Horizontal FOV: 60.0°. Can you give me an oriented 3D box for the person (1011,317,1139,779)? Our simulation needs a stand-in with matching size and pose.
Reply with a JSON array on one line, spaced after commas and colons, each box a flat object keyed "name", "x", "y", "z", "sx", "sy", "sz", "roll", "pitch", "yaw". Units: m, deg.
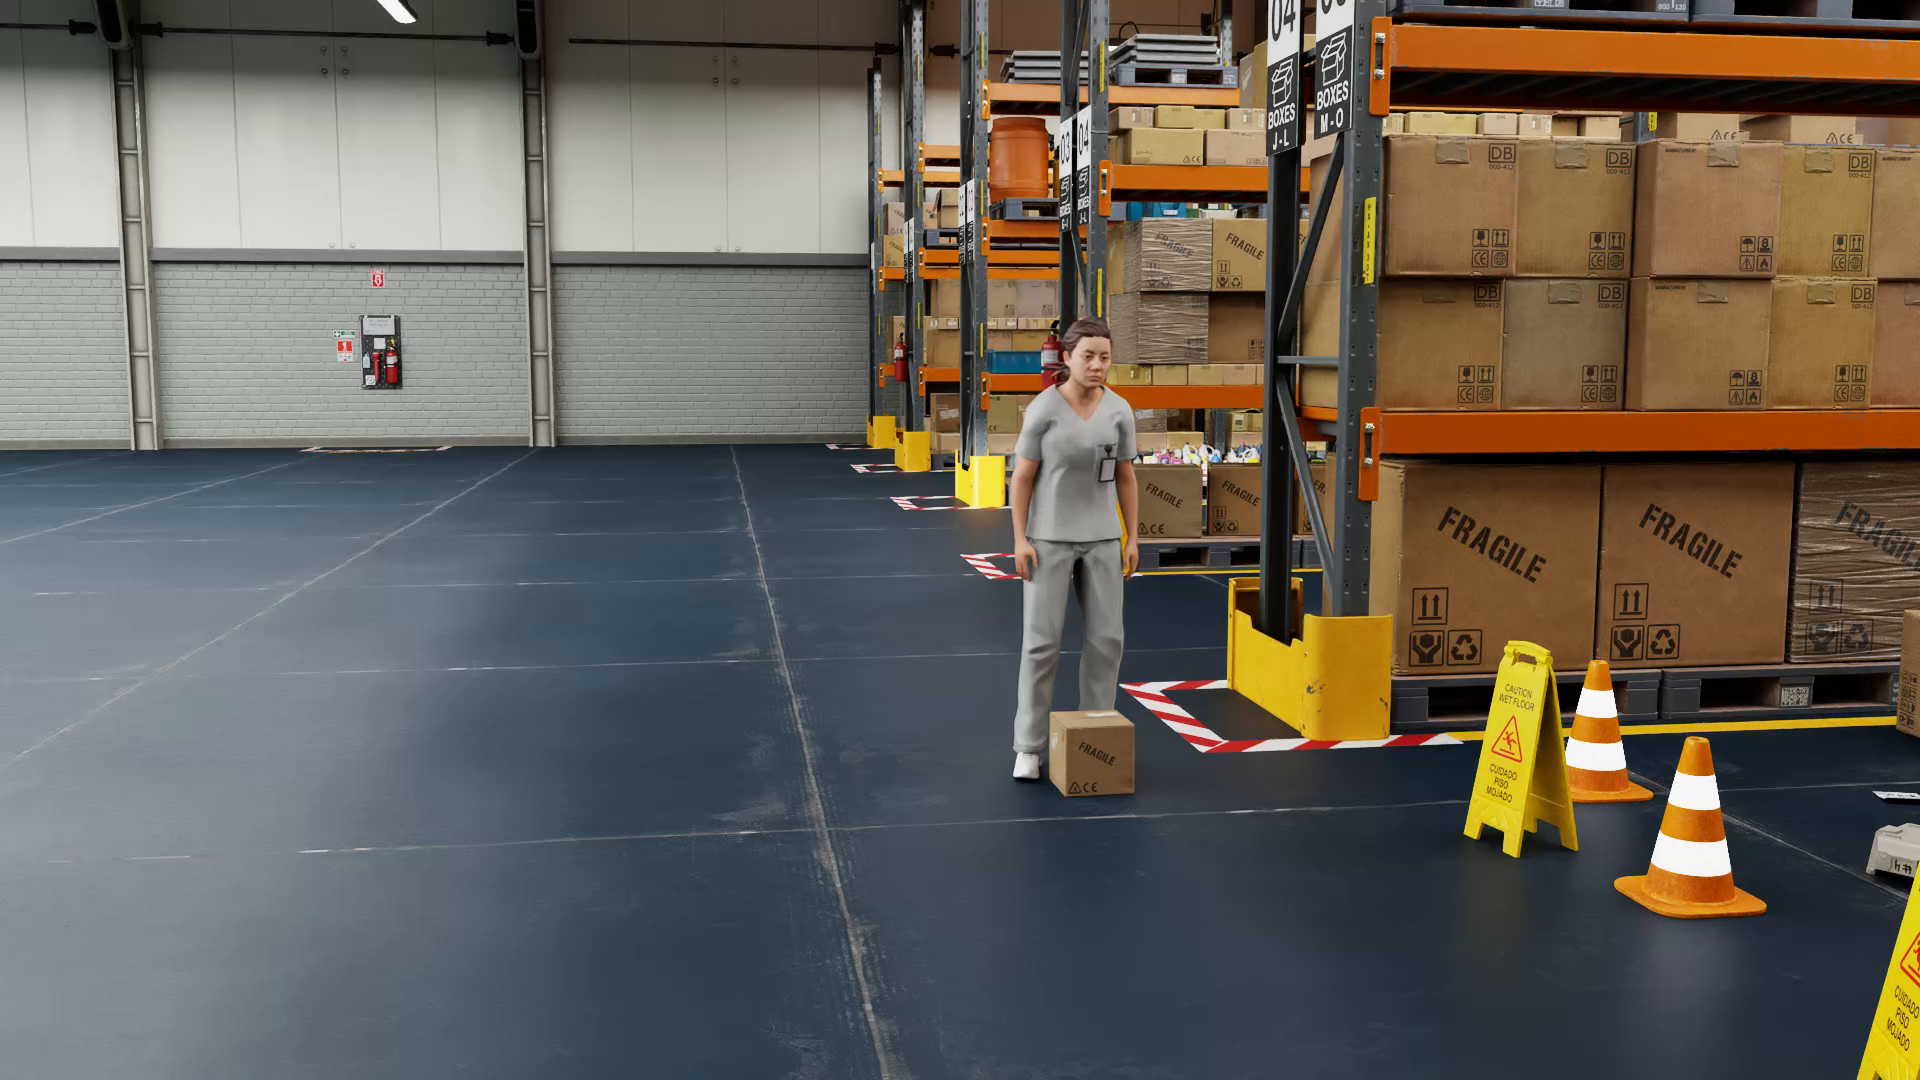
[{"name": "person", "x": 0.421, "y": 0.024, "z": 6.098, "sx": 0.504, "sy": 1.671, "sz": 0.359, "roll": -1, "pitch": 7, "yaw": -12}]
